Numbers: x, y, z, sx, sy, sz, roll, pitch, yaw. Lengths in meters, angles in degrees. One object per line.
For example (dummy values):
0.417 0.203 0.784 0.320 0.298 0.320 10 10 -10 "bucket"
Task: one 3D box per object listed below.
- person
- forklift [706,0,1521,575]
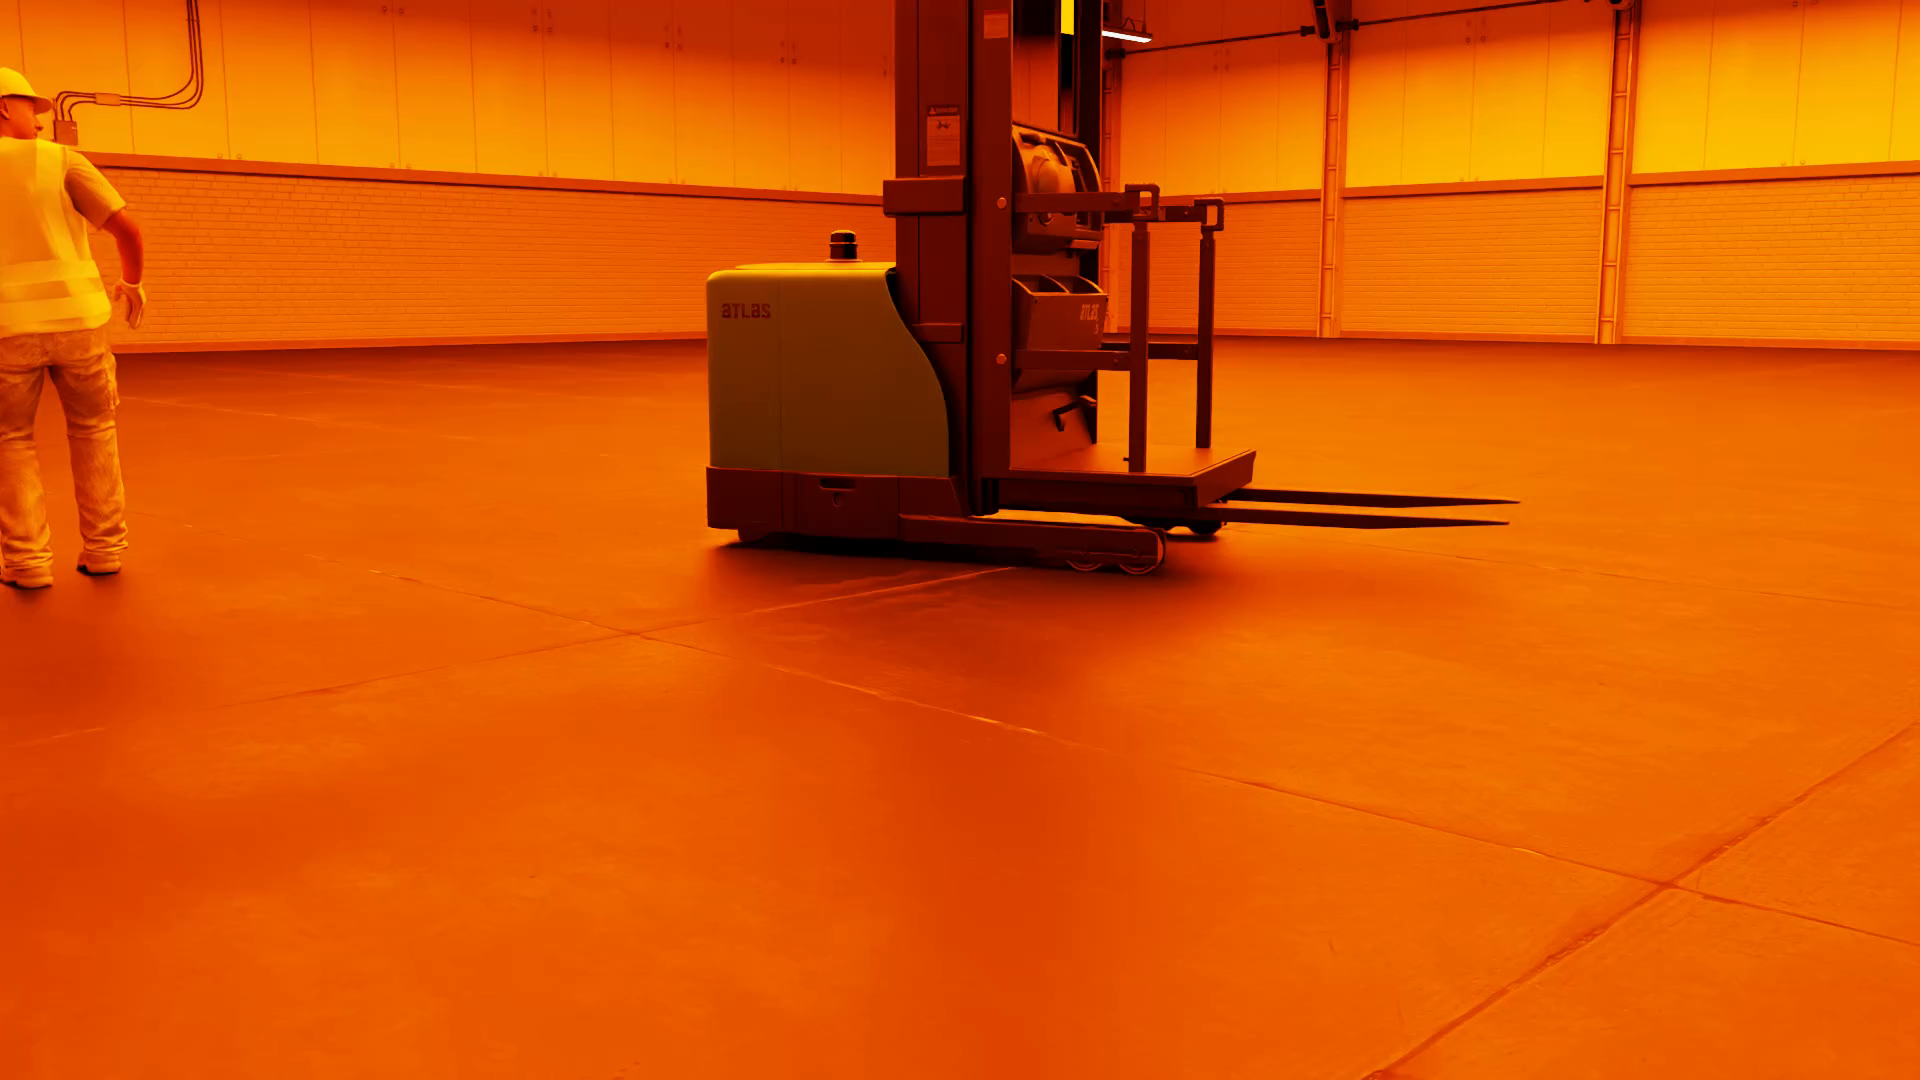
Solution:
-3.163 -0.746 5.677 0.565 1.789 0.370 -4 10 -26 "person"
0.565 -1.416 6.275 3.031 2.935 1.130 3 9 22 "forklift"
